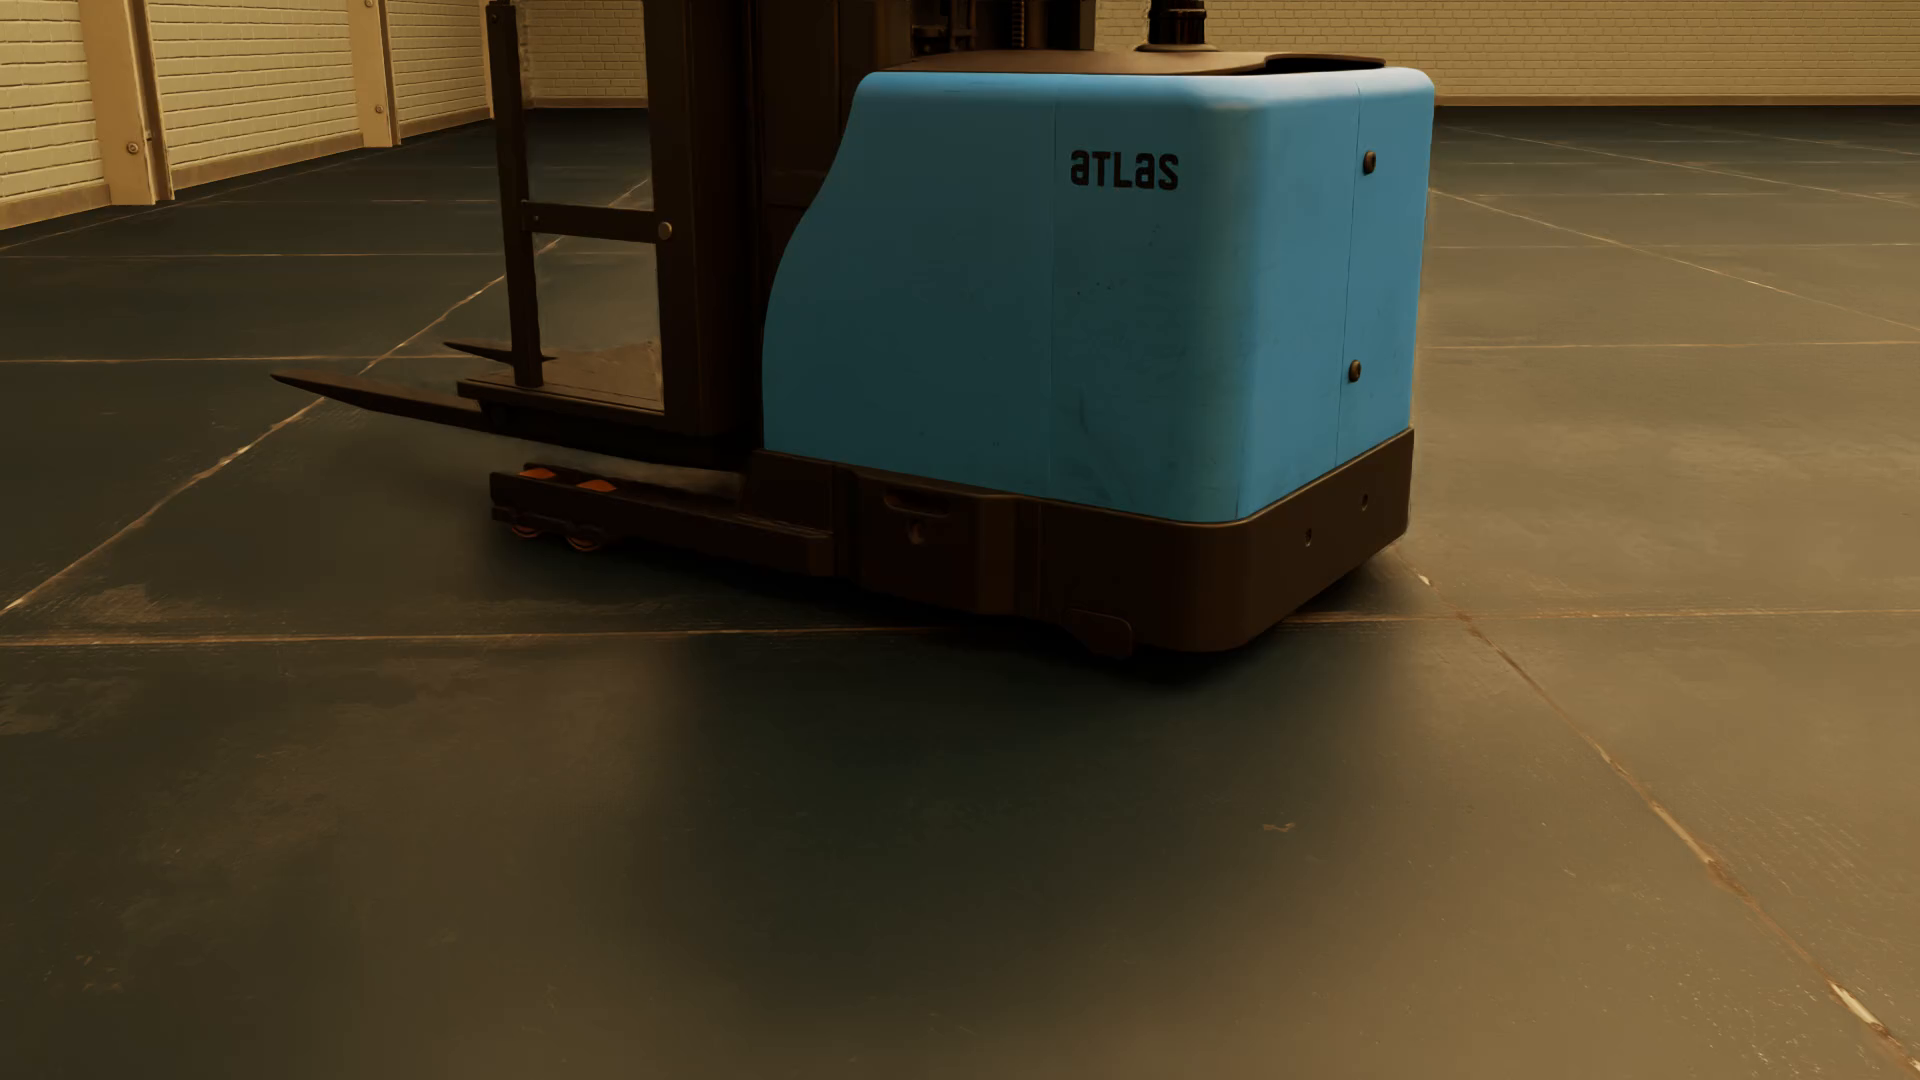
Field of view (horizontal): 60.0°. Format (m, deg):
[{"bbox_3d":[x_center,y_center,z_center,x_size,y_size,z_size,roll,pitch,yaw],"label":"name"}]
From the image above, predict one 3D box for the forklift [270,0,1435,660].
[{"bbox_3d":[-0.502,-1.490,3.779,3.031,2.935,1.130,11,20,32],"label":"forklift"}]
